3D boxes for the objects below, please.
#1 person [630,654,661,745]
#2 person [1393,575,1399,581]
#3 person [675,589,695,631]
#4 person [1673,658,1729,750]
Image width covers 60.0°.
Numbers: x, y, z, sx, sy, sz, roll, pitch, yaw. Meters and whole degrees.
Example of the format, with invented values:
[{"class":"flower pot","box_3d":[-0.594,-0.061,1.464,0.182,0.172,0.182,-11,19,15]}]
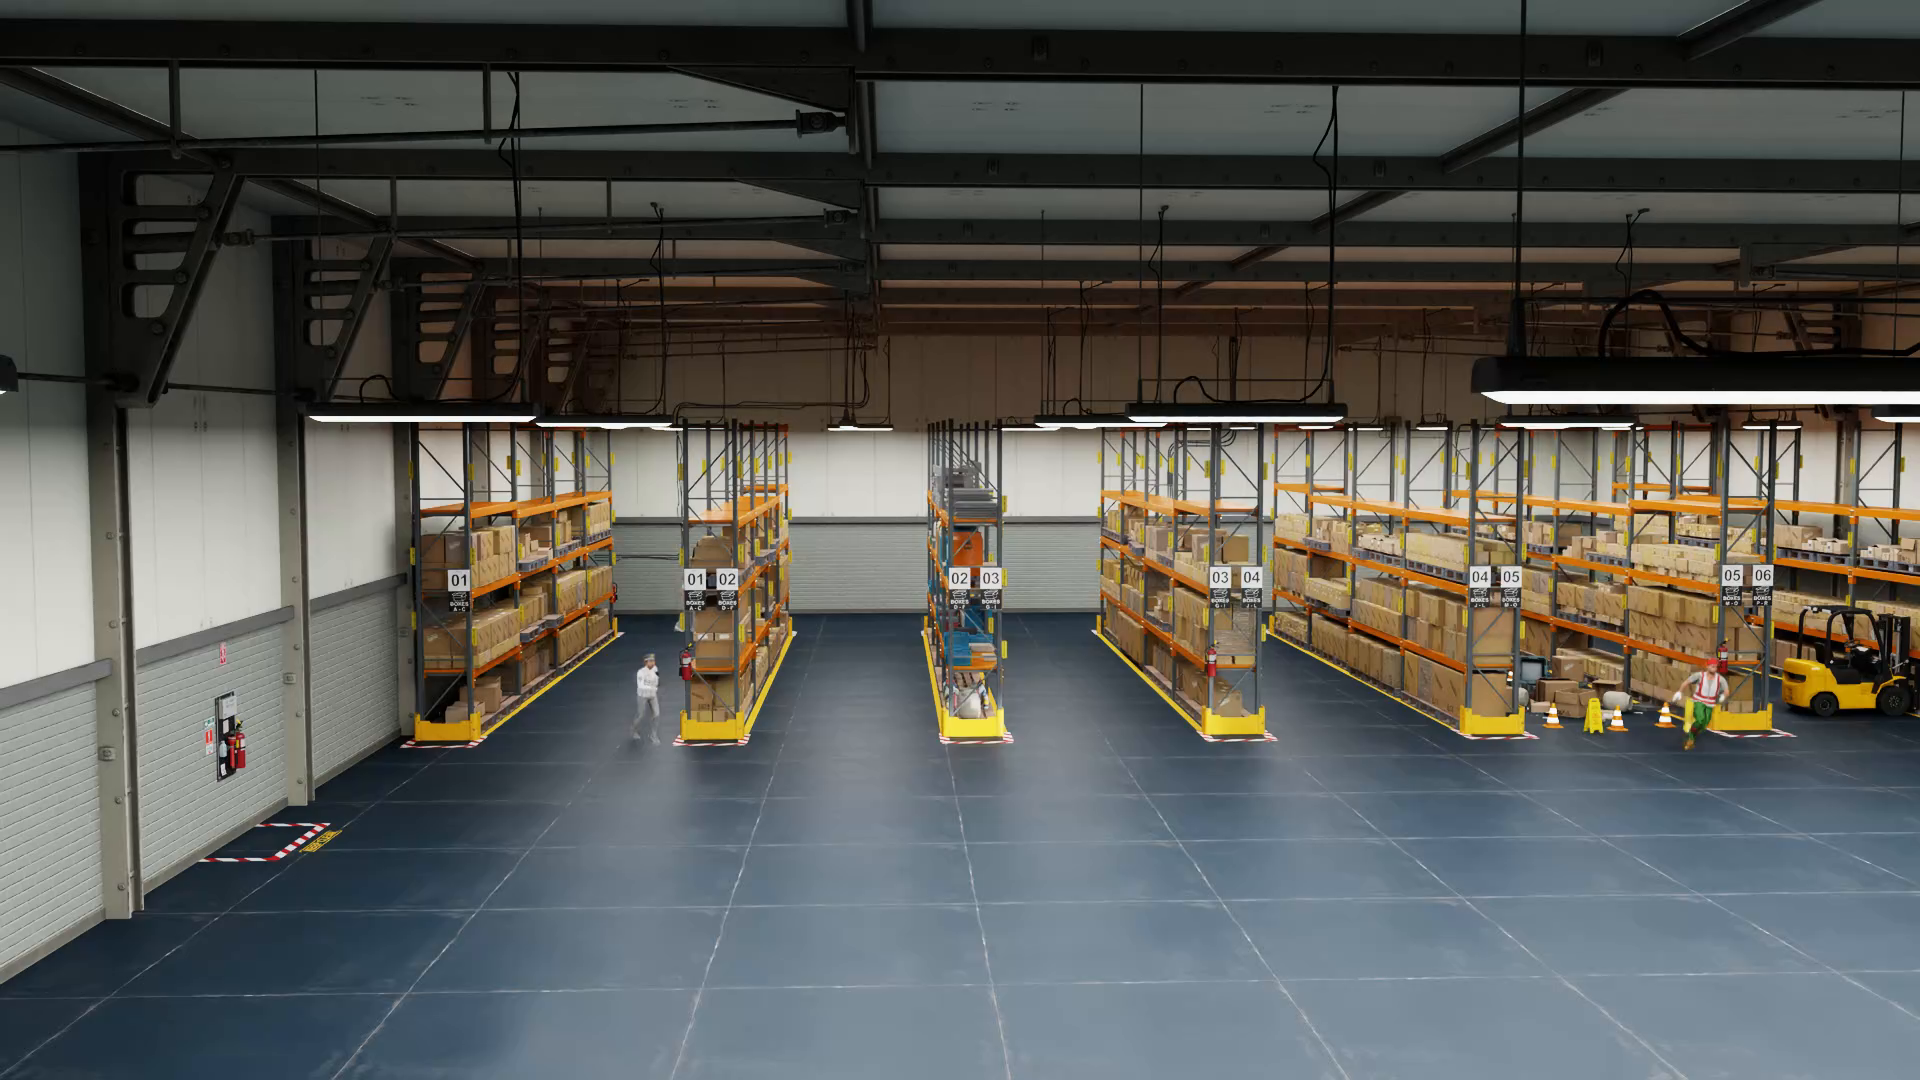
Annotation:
[{"class":"person","box_3d":[-5.765,2.930,30.660,0.554,1.719,0.989,-4,5,-44]},{"class":"person","box_3d":[13.132,1.784,49.378,0.747,1.624,0.572,0,4,0]},{"class":"person","box_3d":[-7.836,1.841,48.213,0.823,1.596,0.576,1,4,11]},{"class":"person","box_3d":[13.417,2.972,29.973,0.844,1.685,0.718,0,4,-2]}]
